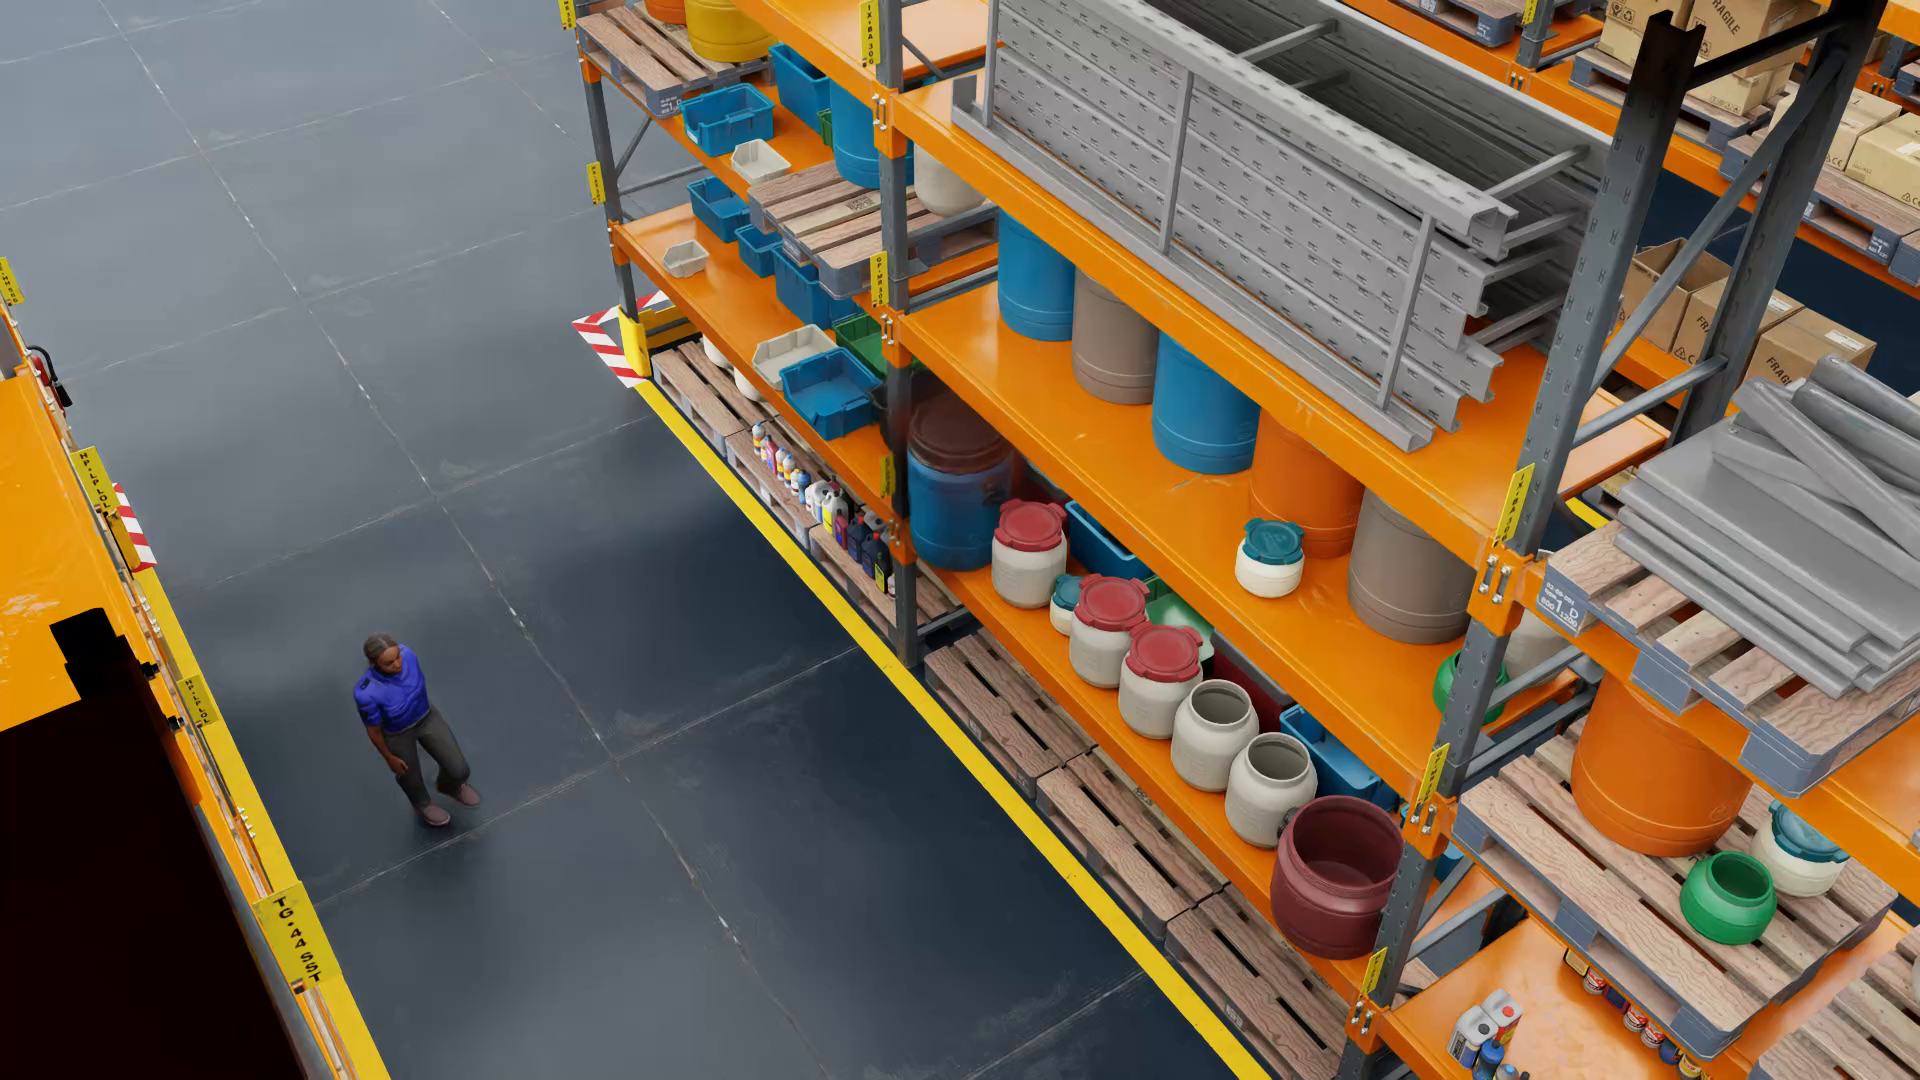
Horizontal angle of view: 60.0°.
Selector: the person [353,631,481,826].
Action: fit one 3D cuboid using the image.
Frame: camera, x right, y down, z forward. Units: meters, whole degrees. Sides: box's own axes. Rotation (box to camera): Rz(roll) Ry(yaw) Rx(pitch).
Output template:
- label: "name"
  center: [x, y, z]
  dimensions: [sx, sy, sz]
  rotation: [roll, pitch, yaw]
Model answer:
- label: "person"
  center: [-3.102, 1.101, 9.416]
  dimensions: [0.509, 1.561, 0.434]
  rotation: [-32, 52, -30]
